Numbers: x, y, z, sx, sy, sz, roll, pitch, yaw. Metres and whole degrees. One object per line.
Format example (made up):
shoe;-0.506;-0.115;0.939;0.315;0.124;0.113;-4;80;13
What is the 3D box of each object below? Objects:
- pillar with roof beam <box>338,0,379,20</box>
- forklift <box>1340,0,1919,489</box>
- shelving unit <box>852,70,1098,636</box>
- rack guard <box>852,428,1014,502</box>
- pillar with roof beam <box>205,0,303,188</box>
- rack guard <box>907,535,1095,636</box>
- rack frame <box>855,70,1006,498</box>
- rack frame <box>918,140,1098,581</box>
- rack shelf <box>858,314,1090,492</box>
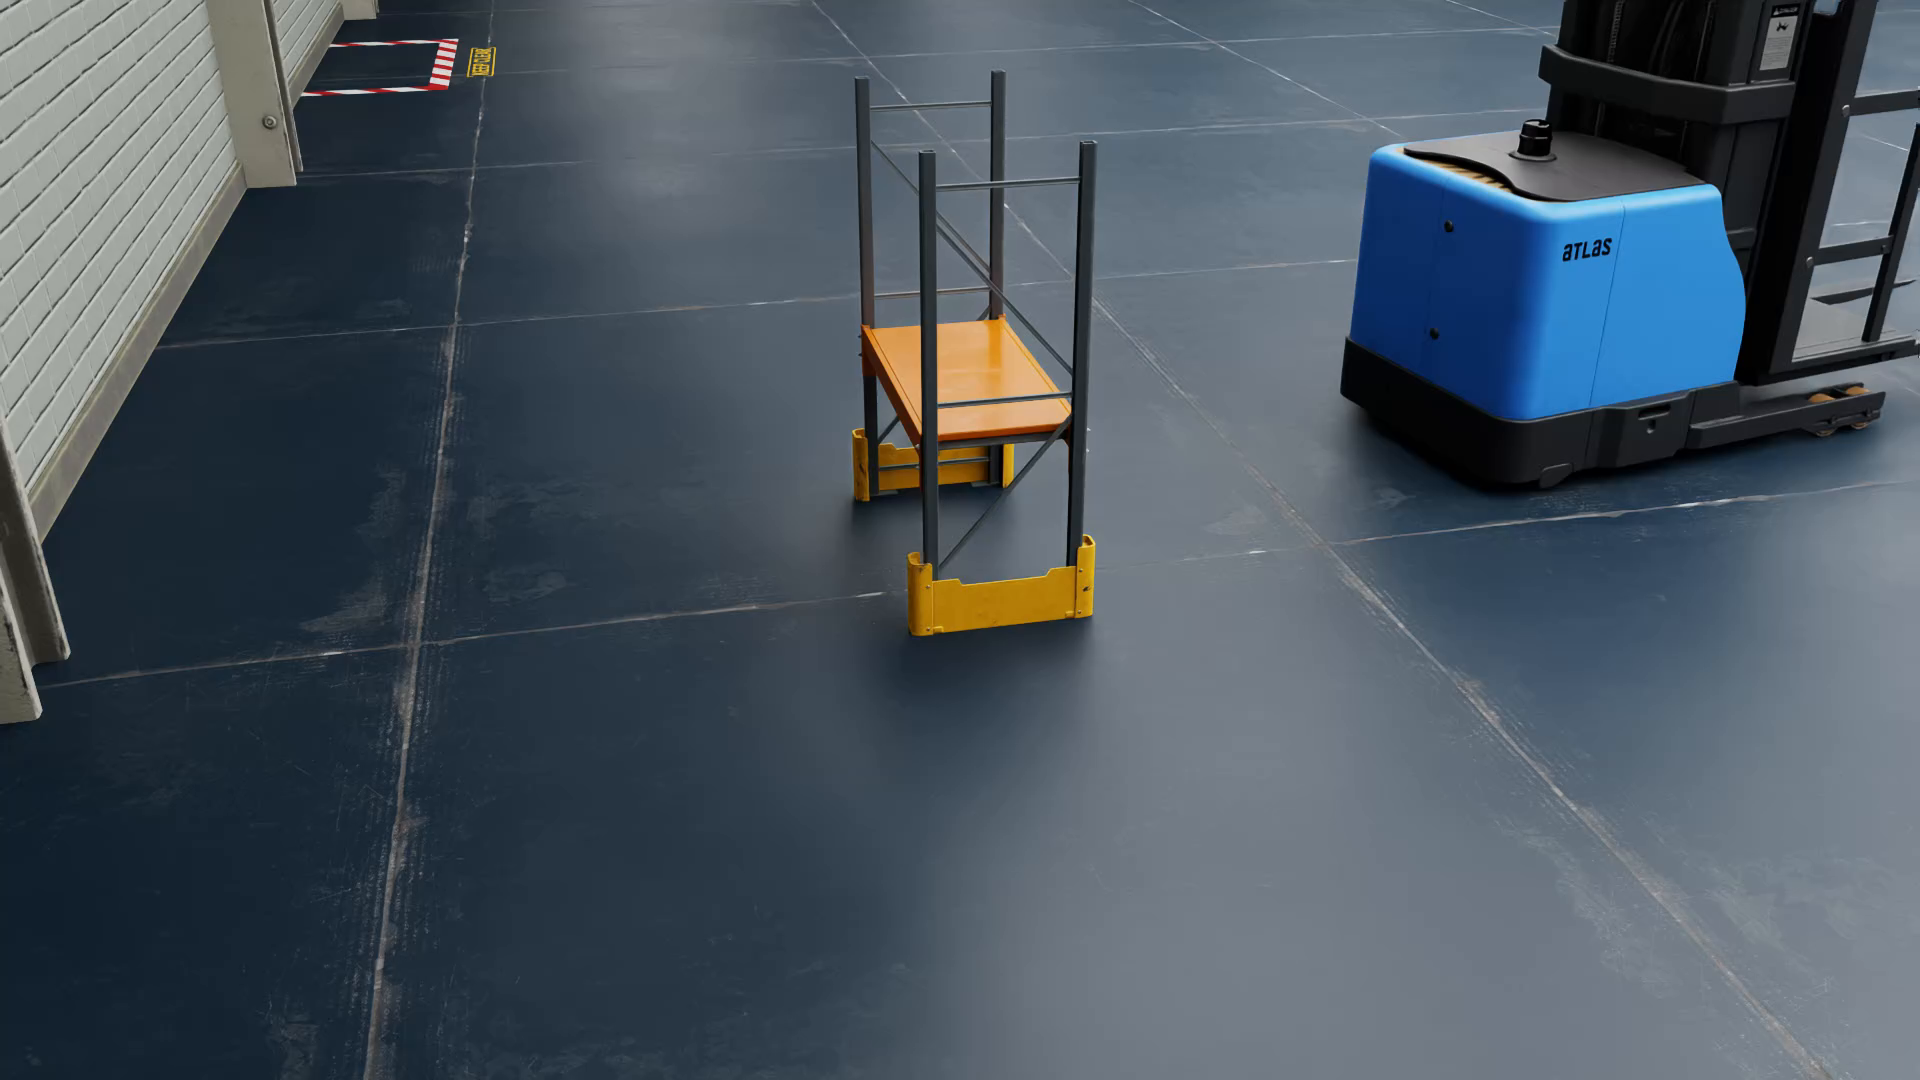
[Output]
pillar with roof beam;-1.332;-9.282;14.154;9.100;9.000;0.400;-6;27;-12
forklift;3.113;-1.921;6.303;3.031;2.935;1.130;-11;29;-21
shelving unit;0.017;-0.636;5.346;0.587;1.500;1.083;-6;27;-12
rack guard;-0.095;-0.297;6.061;0.587;0.250;0.087;-6;27;-12
pillar with roof beam;0.020;-6.648;8.935;9.100;9.000;0.400;-6;27;-12
rack guard;0.129;0.140;5.194;0.587;0.250;0.087;-6;27;-12
rack frame;-0.095;-0.855;5.780;0.500;1.500;0.032;-6;27;-12
rack frame;0.134;-0.409;4.896;0.500;1.500;0.032;-6;27;-12
rack shelf;0.019;-0.472;5.419;0.538;0.185;1.000;-6;27;-12
